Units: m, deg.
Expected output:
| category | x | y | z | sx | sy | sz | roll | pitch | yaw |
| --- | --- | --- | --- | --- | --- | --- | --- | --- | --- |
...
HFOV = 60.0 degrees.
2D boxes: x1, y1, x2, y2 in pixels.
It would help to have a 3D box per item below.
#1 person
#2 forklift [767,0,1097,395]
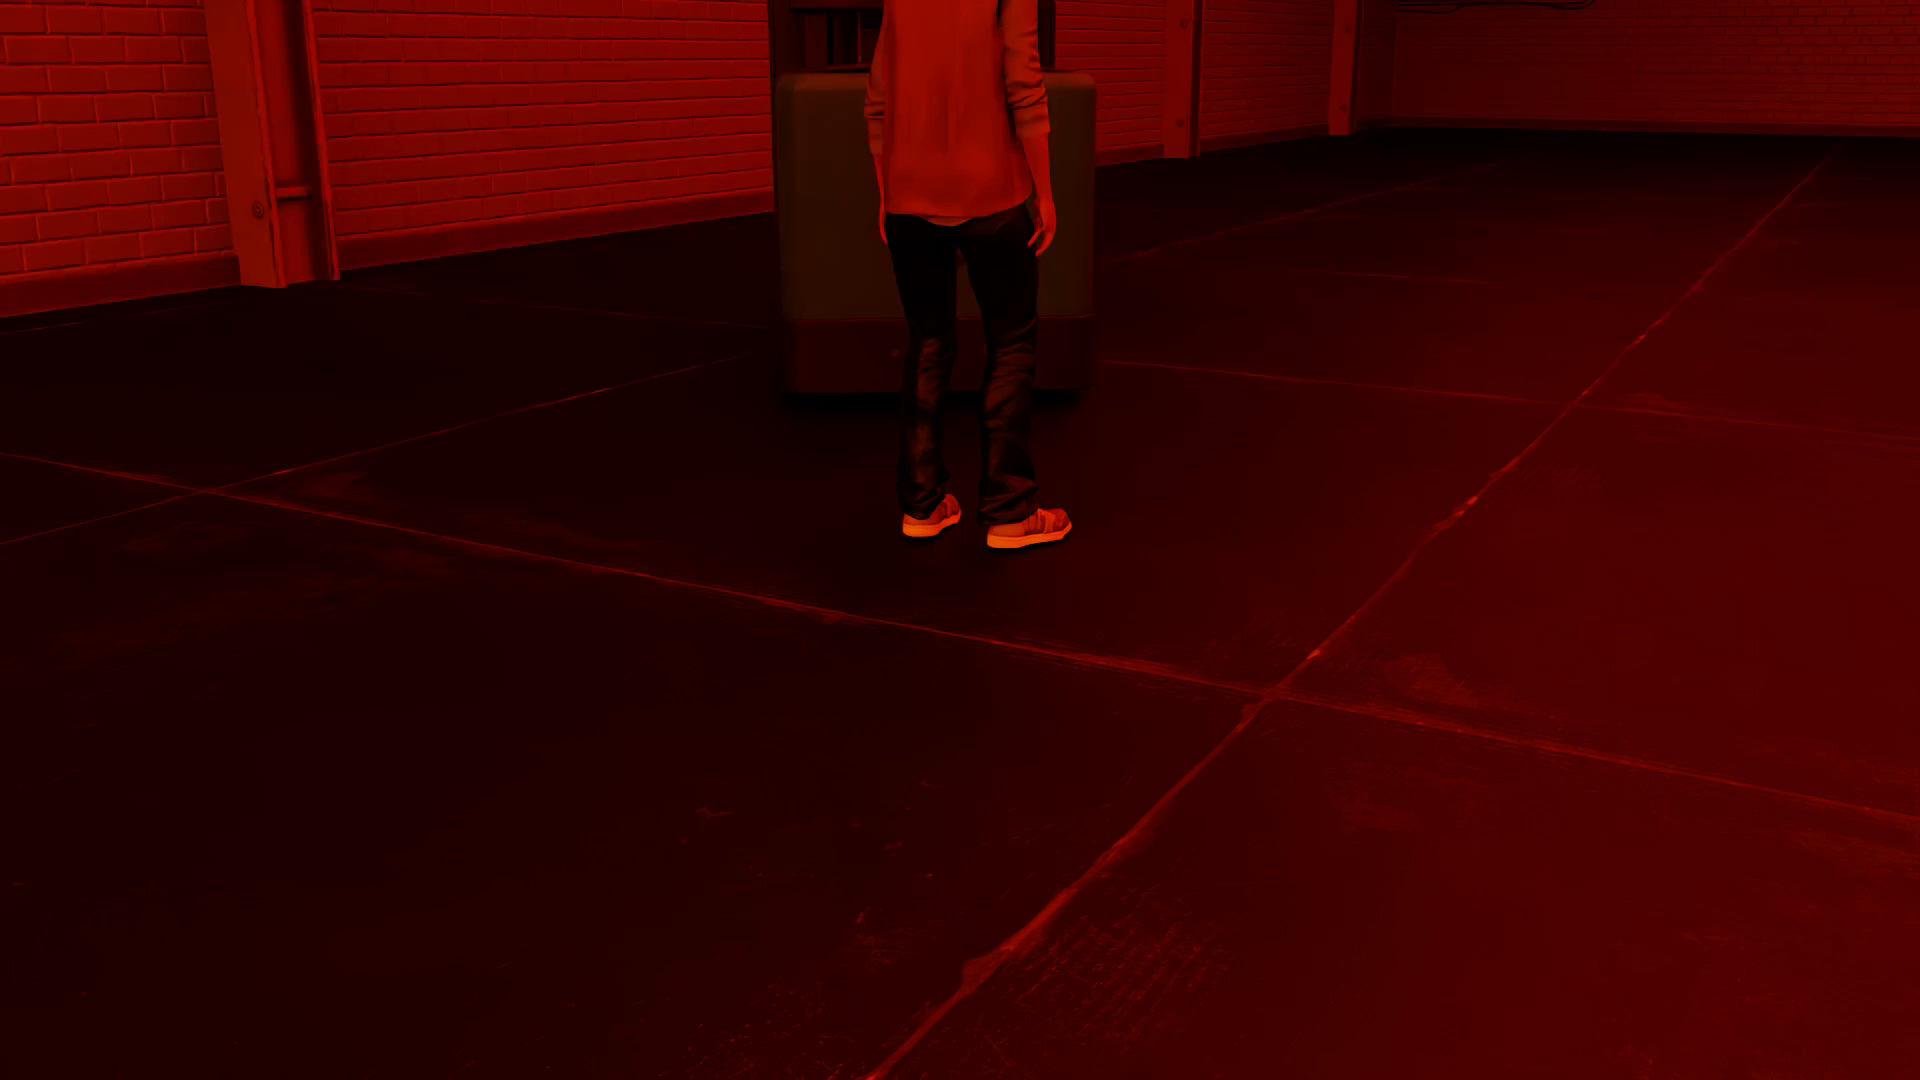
| category | x | y | z | sx | sy | sz | roll | pitch | yaw |
| --- | --- | --- | --- | --- | --- | --- | --- | --- | --- |
| person | 0.005 | -0.769 | 3.836 | 0.467 | 1.591 | 0.344 | 8 | 18 | 26 |
| forklift | -0.206 | -2.247 | 6.481 | 1.130 | 2.935 | 3.031 | -2 | 16 | -5 |
